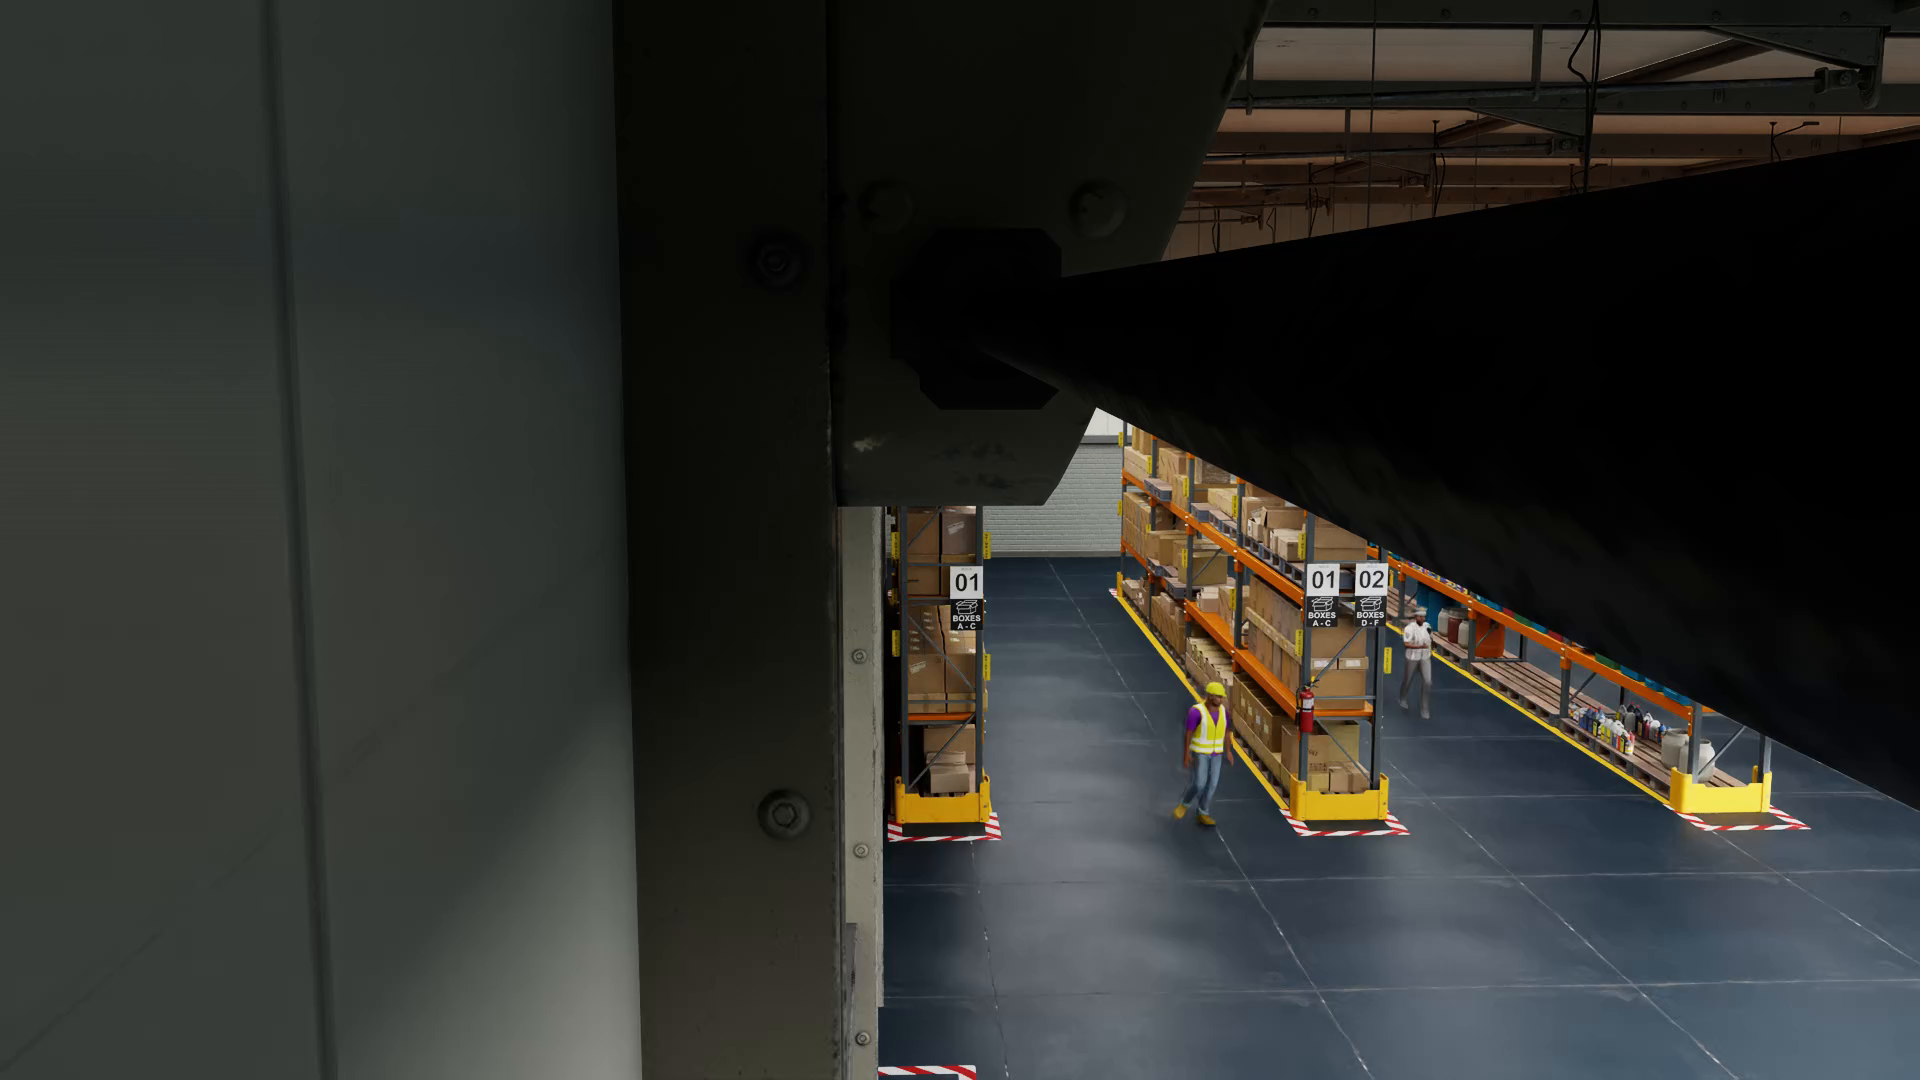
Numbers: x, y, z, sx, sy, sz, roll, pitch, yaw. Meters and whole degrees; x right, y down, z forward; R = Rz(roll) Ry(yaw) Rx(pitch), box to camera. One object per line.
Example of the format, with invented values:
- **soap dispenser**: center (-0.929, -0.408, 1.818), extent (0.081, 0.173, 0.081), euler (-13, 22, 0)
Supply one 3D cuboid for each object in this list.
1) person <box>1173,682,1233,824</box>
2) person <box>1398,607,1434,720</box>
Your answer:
- **person**: center (2.987, 2.594, 20.373), extent (0.700, 1.758, 0.484), euler (-4, 9, -27)
- **person**: center (7.100, 1.878, 25.812), extent (0.560, 1.750, 0.847), euler (-1, 8, -10)
